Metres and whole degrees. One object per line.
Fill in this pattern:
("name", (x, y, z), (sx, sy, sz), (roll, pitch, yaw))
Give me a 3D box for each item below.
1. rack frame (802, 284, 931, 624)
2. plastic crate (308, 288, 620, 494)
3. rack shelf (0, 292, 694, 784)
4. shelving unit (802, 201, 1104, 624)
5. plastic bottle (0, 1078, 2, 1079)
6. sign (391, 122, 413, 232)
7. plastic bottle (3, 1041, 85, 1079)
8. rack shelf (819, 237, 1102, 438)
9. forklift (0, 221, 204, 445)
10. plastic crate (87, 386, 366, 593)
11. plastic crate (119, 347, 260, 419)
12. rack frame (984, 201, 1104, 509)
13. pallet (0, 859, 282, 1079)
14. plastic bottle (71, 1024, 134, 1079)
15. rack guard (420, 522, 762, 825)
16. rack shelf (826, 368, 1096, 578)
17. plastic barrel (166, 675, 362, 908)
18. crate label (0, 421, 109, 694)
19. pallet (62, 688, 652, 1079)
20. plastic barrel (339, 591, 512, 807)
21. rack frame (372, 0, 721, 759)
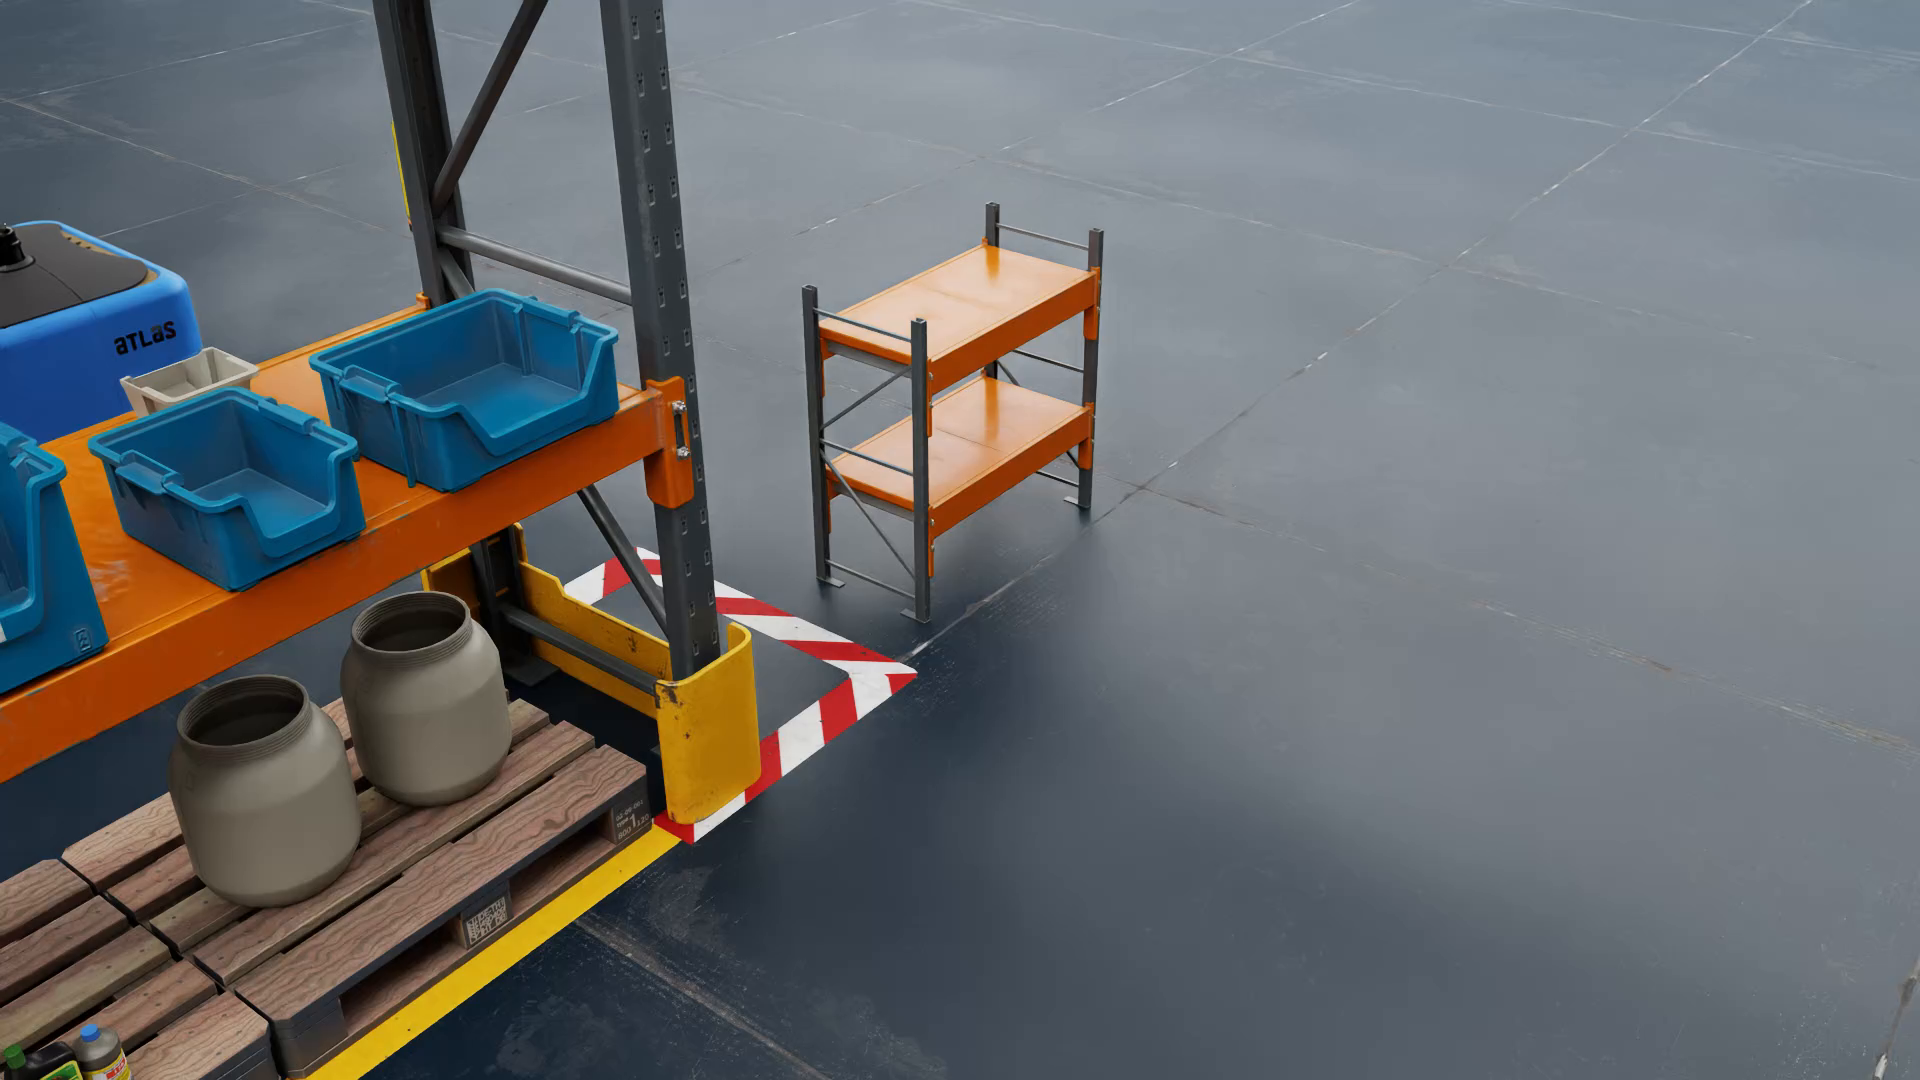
("rack frame", (-0.311, -0.275, 5.610), (0.500, 1.125, 0.032), (21, 37, 31))
("plastic crate", (-1.202, -0.382, 4.099), (0.499, 0.251, 0.616), (21, 37, 31))
("rack shelf", (-2.346, 0.381, 3.371), (1.077, 0.370, 4.000), (21, 37, 31))
("shelving unit", (-0.004, -0.481, 5.959), (0.538, 1.125, 1.048), (21, 37, 31))
("plastic bottle", (-2.072, 1.216, 3.496), (0.152, 0.276, 0.135), (21, 37, 32))
("sign", (-1.574, -1.032, 4.778), (0.100, 0.325, 0.005), (21, 37, 31))
("plastic bottle", (-1.954, 1.172, 3.563), (0.061, 0.283, 0.133), (22, 37, 32))
("rack shelf", (-0.004, -0.733, 5.809), (0.538, 0.278, 1.000), (21, 37, 31))
("forklift", (-3.941, -0.803, 4.731), (1.130, 2.935, 3.031), (22, 37, 33))
("plastic crate", (-1.599, -0.120, 3.657), (0.499, 0.251, 0.408), (21, 37, 31))
("plastic crate", (-1.935, -0.364, 4.180), (0.298, 0.136, 0.250), (21, 37, 31))
("rack frame", (0.303, -0.688, 6.307), (0.500, 1.125, 0.032), (21, 37, 31))
("pallet", (-2.378, 1.325, 3.807), (1.003, 0.211, 1.213), (21, 37, 31))
("plastic bottle", (-1.898, 1.154, 3.674), (0.097, 0.201, 0.097), (0, 31, 0))
("rack guard", (-1.147, 0.379, 5.120), (1.175, 0.500, 0.348), (21, 37, 31))
("rack shelf", (-0.004, -0.271, 6.083), (0.538, 0.278, 1.000), (21, 37, 31))
("plastic barrel", (-1.777, 0.642, 4.252), (0.421, 0.512, 0.421), (0, 31, 0))
("crate label", (-2.034, 0.074, 3.148), (0.502, 0.435, 0.616), (21, 37, 31))
("pallet", (-1.641, 0.832, 4.640), (1.003, 0.211, 1.213), (21, 37, 31))
("plastic barrel", (-1.475, 0.439, 4.596), (0.421, 0.512, 0.421), (0, 31, 0))
("rack frame", (-1.138, -0.742, 4.560), (1.000, 3.000, 0.127), (21, 37, 31))
